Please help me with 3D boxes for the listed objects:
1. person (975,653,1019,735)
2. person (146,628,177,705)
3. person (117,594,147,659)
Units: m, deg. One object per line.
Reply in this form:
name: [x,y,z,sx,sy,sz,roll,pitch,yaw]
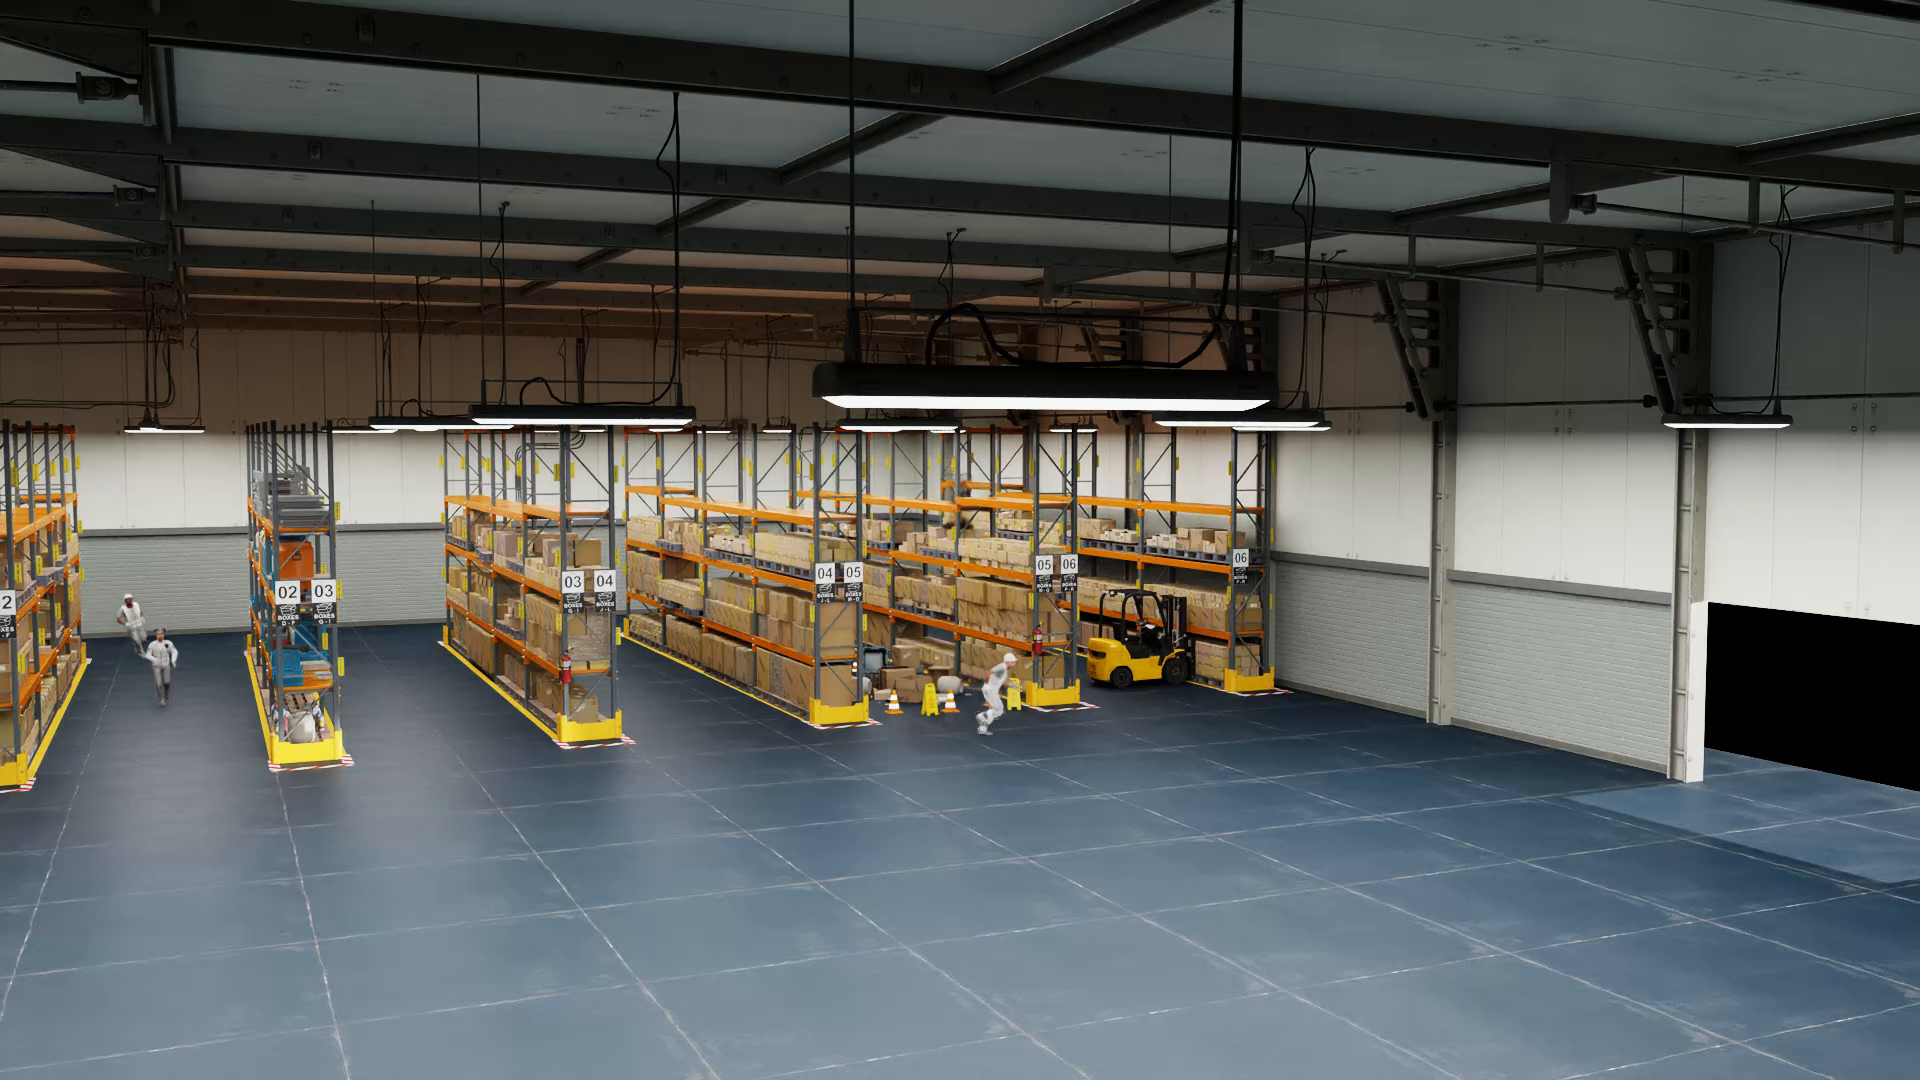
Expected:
person: [0.695,2.950,31.729,0.827,1.591,0.694,1,4,14]
person: [-16.962,2.688,35.346,0.604,1.659,0.538,-2,4,-25]
person: [-21.257,2.217,42.639,0.621,1.690,0.731,3,5,38]
